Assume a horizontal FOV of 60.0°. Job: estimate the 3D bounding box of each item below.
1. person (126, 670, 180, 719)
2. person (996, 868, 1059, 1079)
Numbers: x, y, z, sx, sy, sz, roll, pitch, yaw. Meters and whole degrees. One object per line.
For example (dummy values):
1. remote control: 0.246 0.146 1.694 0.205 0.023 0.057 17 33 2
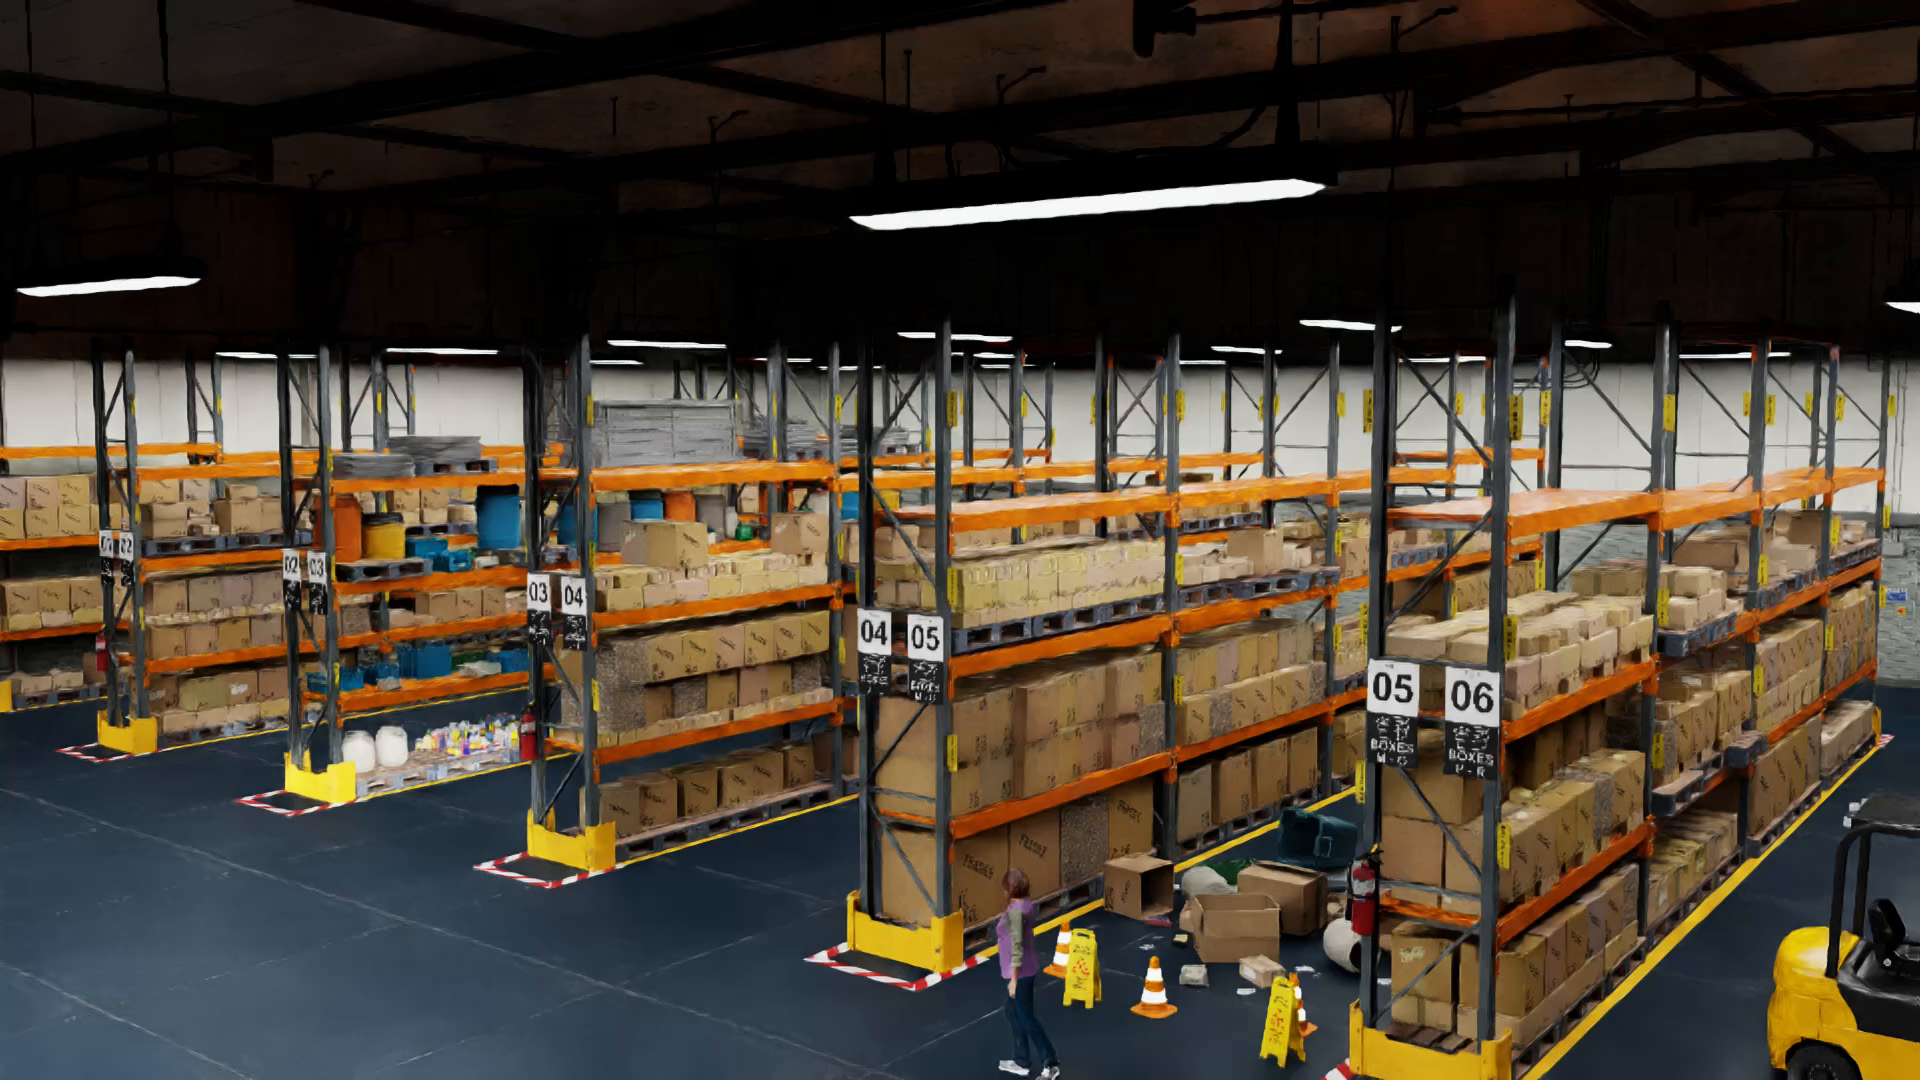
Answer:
1. person: -12.776 2.050 26.509 0.456 1.612 1.019 4 6 36
2. person: 0.520 3.287 12.591 0.487 1.589 0.516 1 5 11
